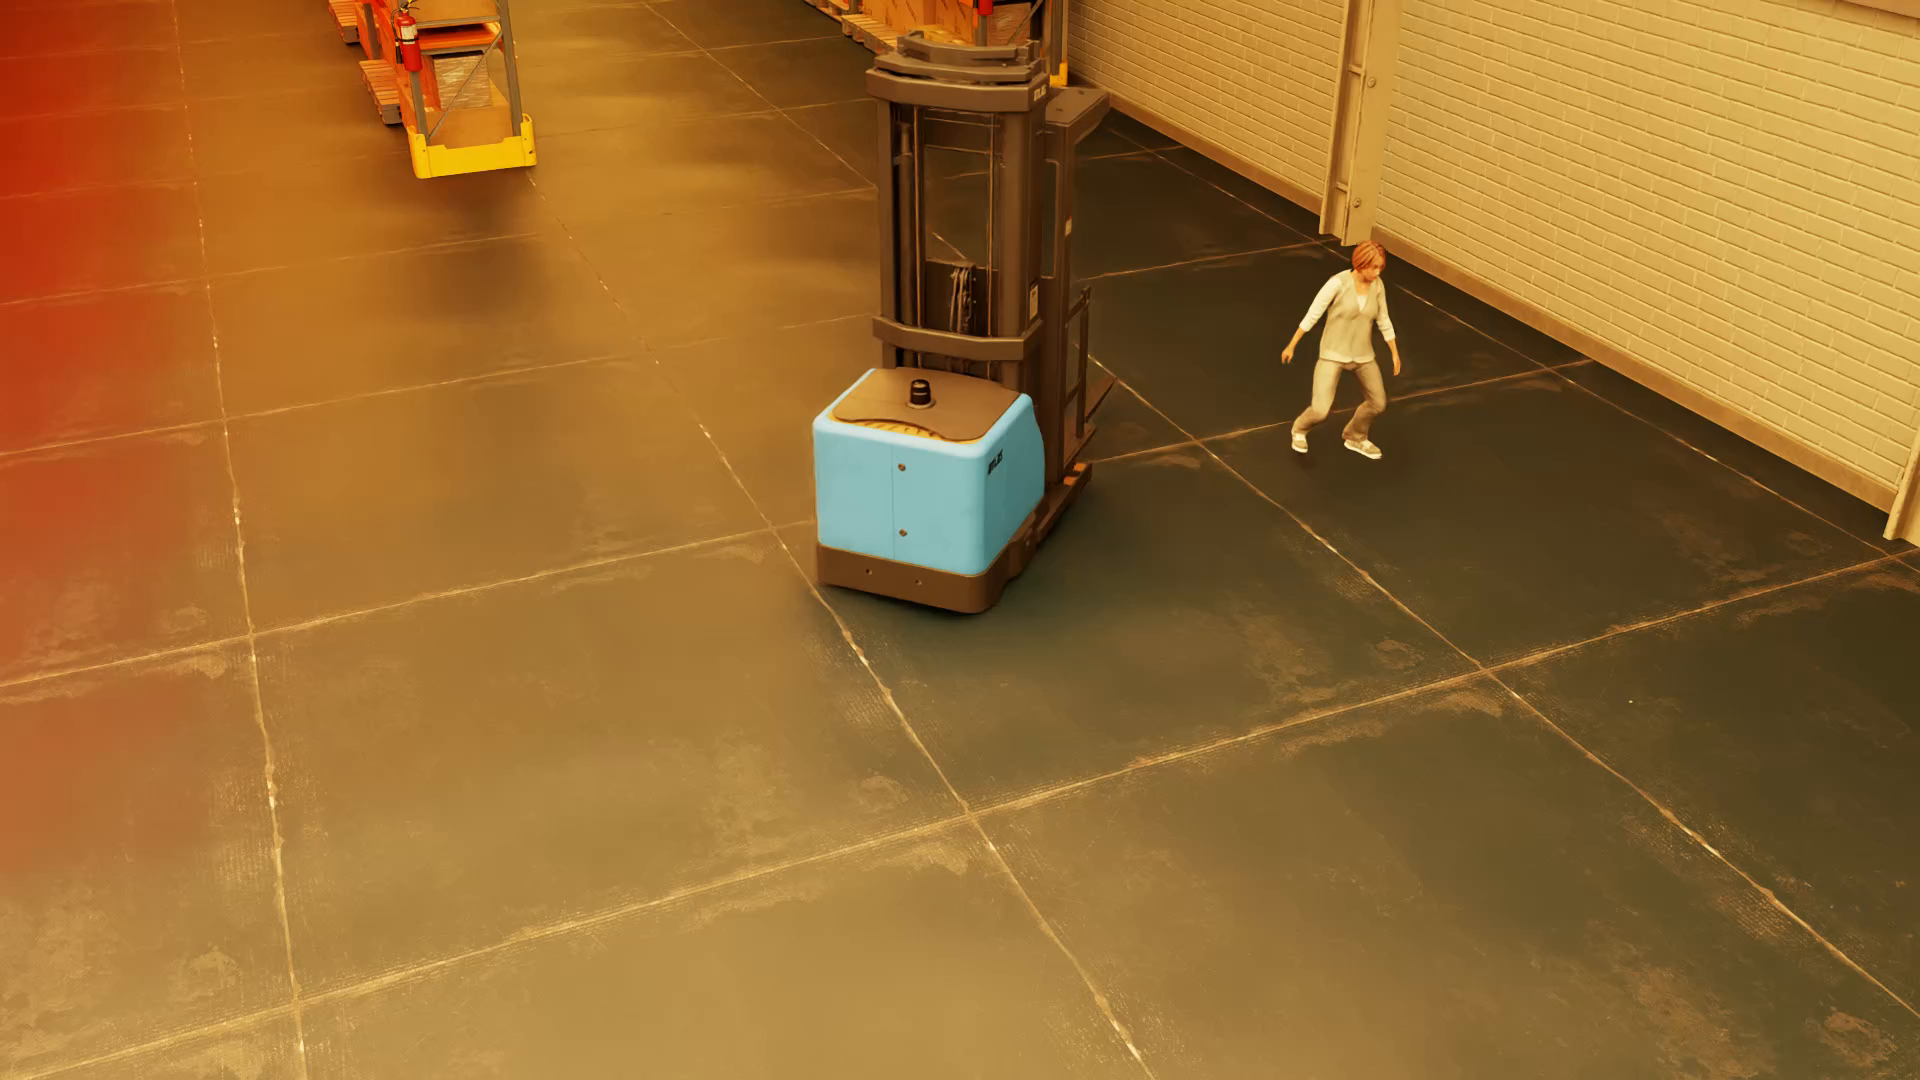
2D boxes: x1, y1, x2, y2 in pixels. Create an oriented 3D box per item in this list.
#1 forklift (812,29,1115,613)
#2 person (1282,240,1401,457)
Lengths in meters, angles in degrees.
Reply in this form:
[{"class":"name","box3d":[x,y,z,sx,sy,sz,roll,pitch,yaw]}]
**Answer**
[{"class":"forklift","box3d":[0.199,-1.581,9.884,1.130,2.935,3.031,11,32,19]},{"class":"person","box3d":[2.448,-1.190,10.633,0.754,1.520,0.450,-4,30,-7]}]
